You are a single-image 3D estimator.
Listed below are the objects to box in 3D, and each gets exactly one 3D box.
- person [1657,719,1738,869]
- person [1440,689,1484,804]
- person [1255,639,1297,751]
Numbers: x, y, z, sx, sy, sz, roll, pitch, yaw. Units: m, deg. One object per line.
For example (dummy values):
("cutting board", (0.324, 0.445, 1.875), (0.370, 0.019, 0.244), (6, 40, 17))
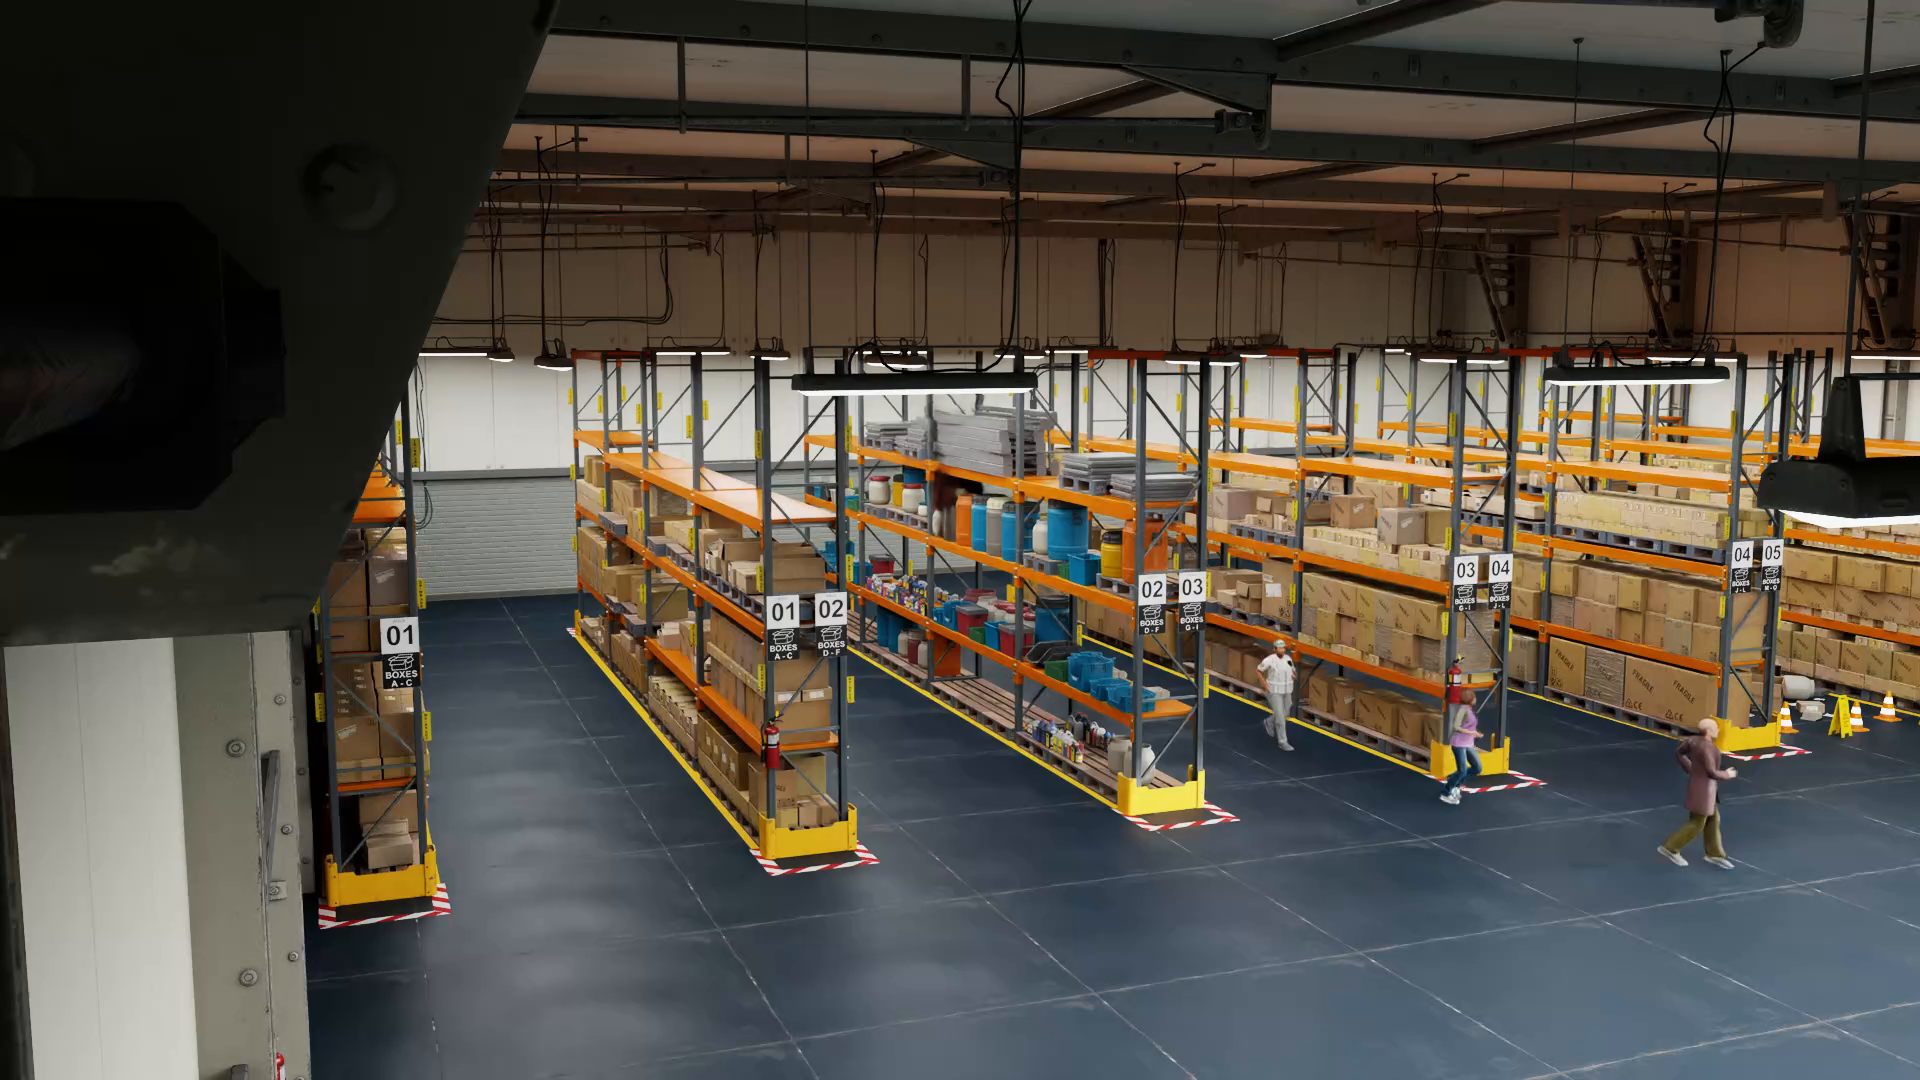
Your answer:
("person", (8.746, 3.008, 19.668), (0.922, 1.828, 0.737), (1, 7, 9))
("person", (6.846, 2.779, 22.475), (0.540, 1.535, 0.543), (6, 9, 38))
("person", (4.883, 2.336, 25.510), (0.615, 1.643, 0.918), (-3, 8, -25))
